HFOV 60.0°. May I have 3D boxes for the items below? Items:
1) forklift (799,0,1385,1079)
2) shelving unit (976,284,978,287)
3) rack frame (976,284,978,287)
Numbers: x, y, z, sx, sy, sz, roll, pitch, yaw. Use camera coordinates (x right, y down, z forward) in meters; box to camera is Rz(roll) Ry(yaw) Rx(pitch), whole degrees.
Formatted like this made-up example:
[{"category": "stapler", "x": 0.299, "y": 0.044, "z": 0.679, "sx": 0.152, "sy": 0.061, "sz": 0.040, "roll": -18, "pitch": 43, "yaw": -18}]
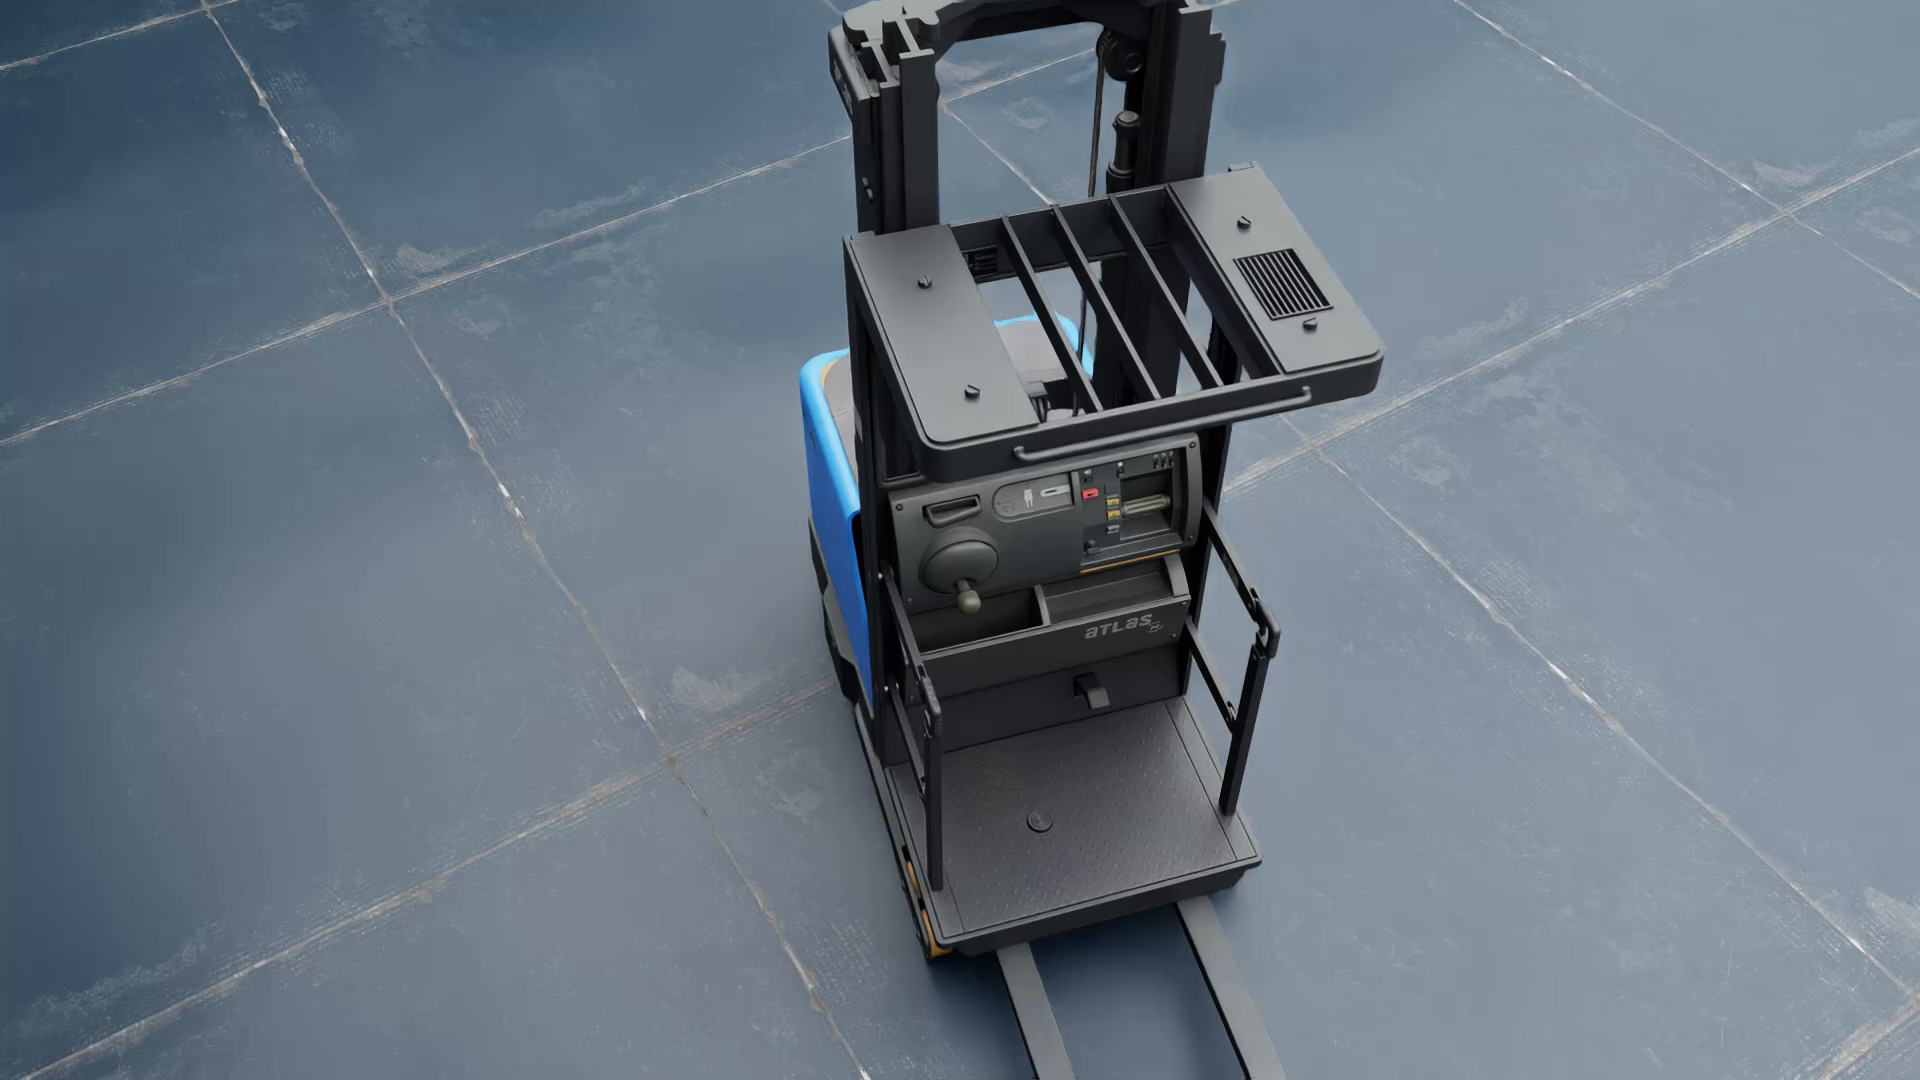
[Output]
[{"category": "forklift", "x": 0.321, "y": 0.054, "z": 4.684, "sx": 1.130, "sy": 2.935, "sz": 3.031, "roll": -12, "pitch": 49, "yaw": -11}, {"category": "shelving unit", "x": -0.061, "y": -0.581, "z": 6.409, "sx": 0.189, "sy": 1.200, "sz": 0.258, "roll": -12, "pitch": 49, "yaw": -11}, {"category": "rack frame", "x": 0.027, "y": -0.600, "z": 6.426, "sx": 0.006, "sy": 1.200, "sz": 0.240, "roll": -12, "pitch": 49, "yaw": -11}]
